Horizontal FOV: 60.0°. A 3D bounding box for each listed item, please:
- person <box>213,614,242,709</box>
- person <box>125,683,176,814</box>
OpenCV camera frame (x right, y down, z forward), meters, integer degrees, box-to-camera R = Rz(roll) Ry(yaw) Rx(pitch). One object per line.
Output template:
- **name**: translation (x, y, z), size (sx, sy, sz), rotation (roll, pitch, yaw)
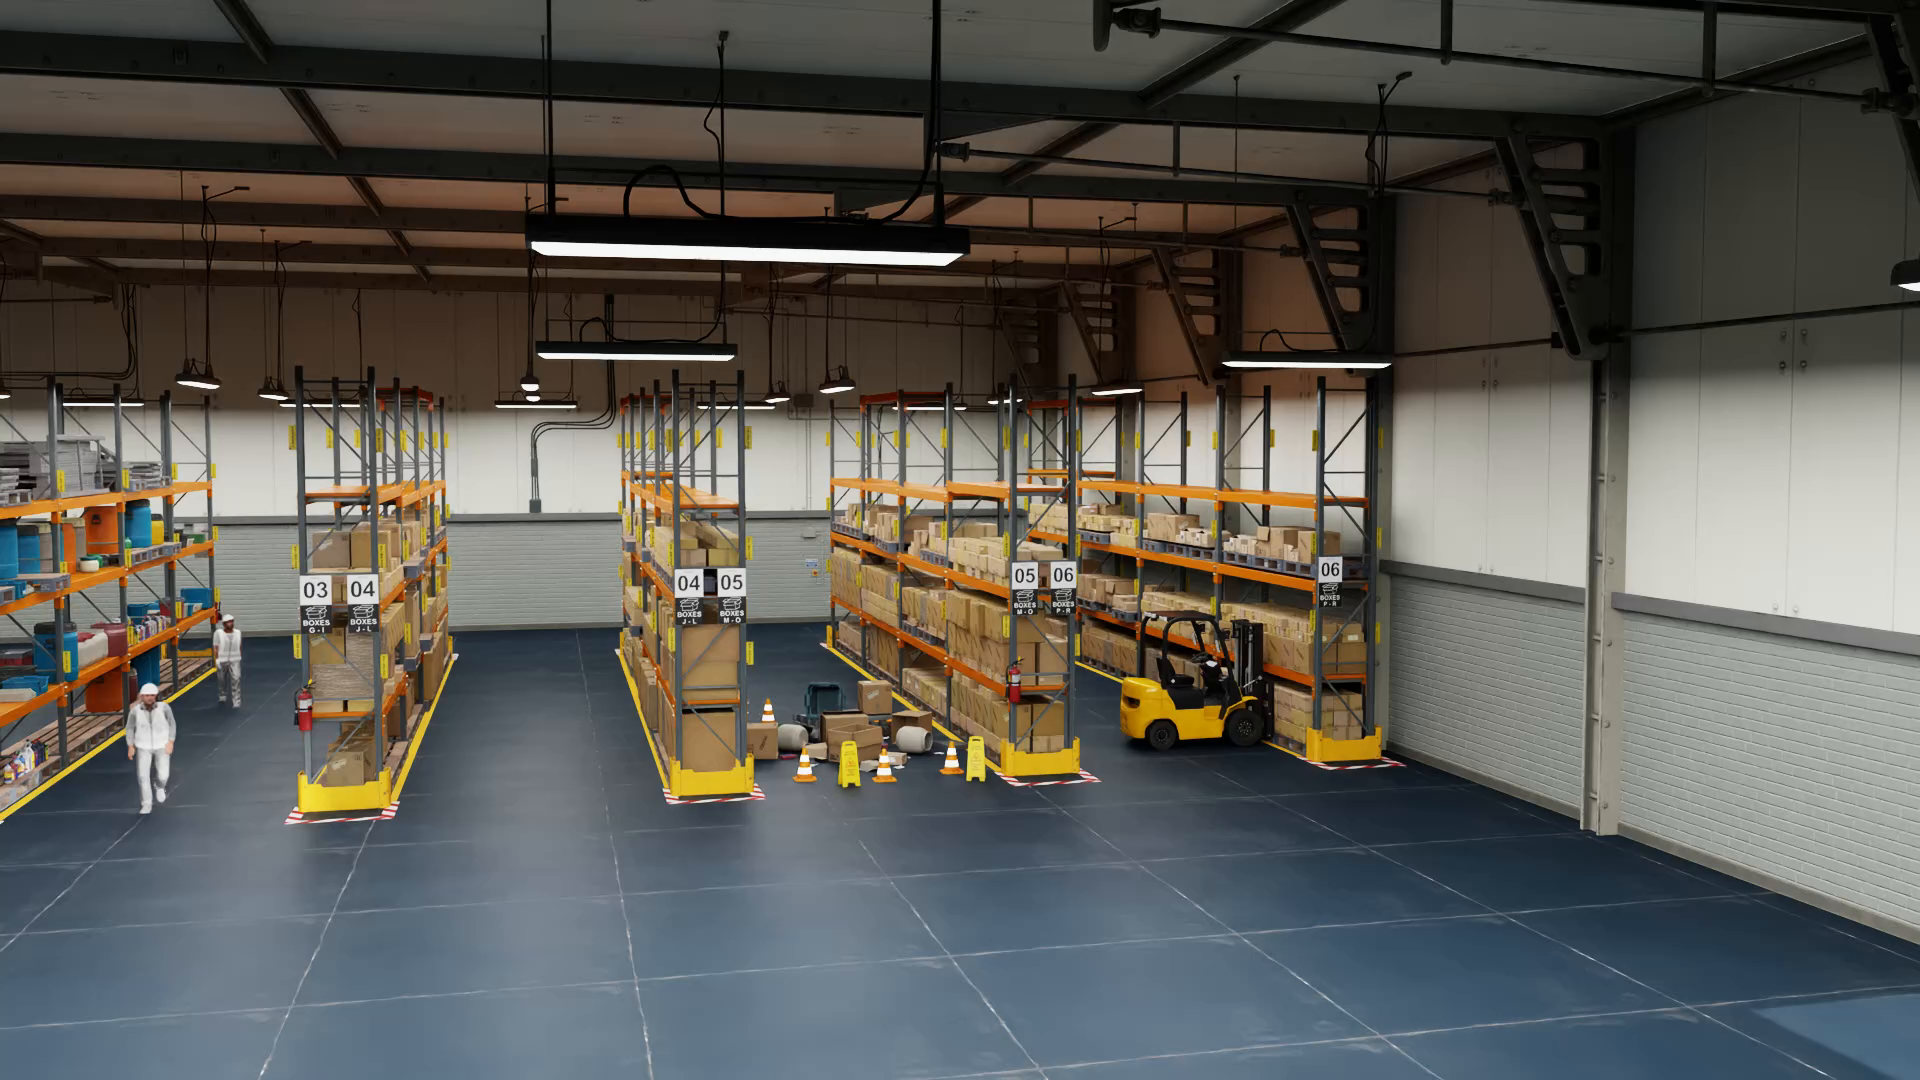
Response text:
- **person**: translation (-13.692, 2.262, 31.092), size (0.505, 1.741, 1.065), rotation (-2, 4, -24)
- **person**: translation (-10.966, 2.789, 22.546), size (0.624, 1.756, 0.638), rotation (-2, 4, -24)
